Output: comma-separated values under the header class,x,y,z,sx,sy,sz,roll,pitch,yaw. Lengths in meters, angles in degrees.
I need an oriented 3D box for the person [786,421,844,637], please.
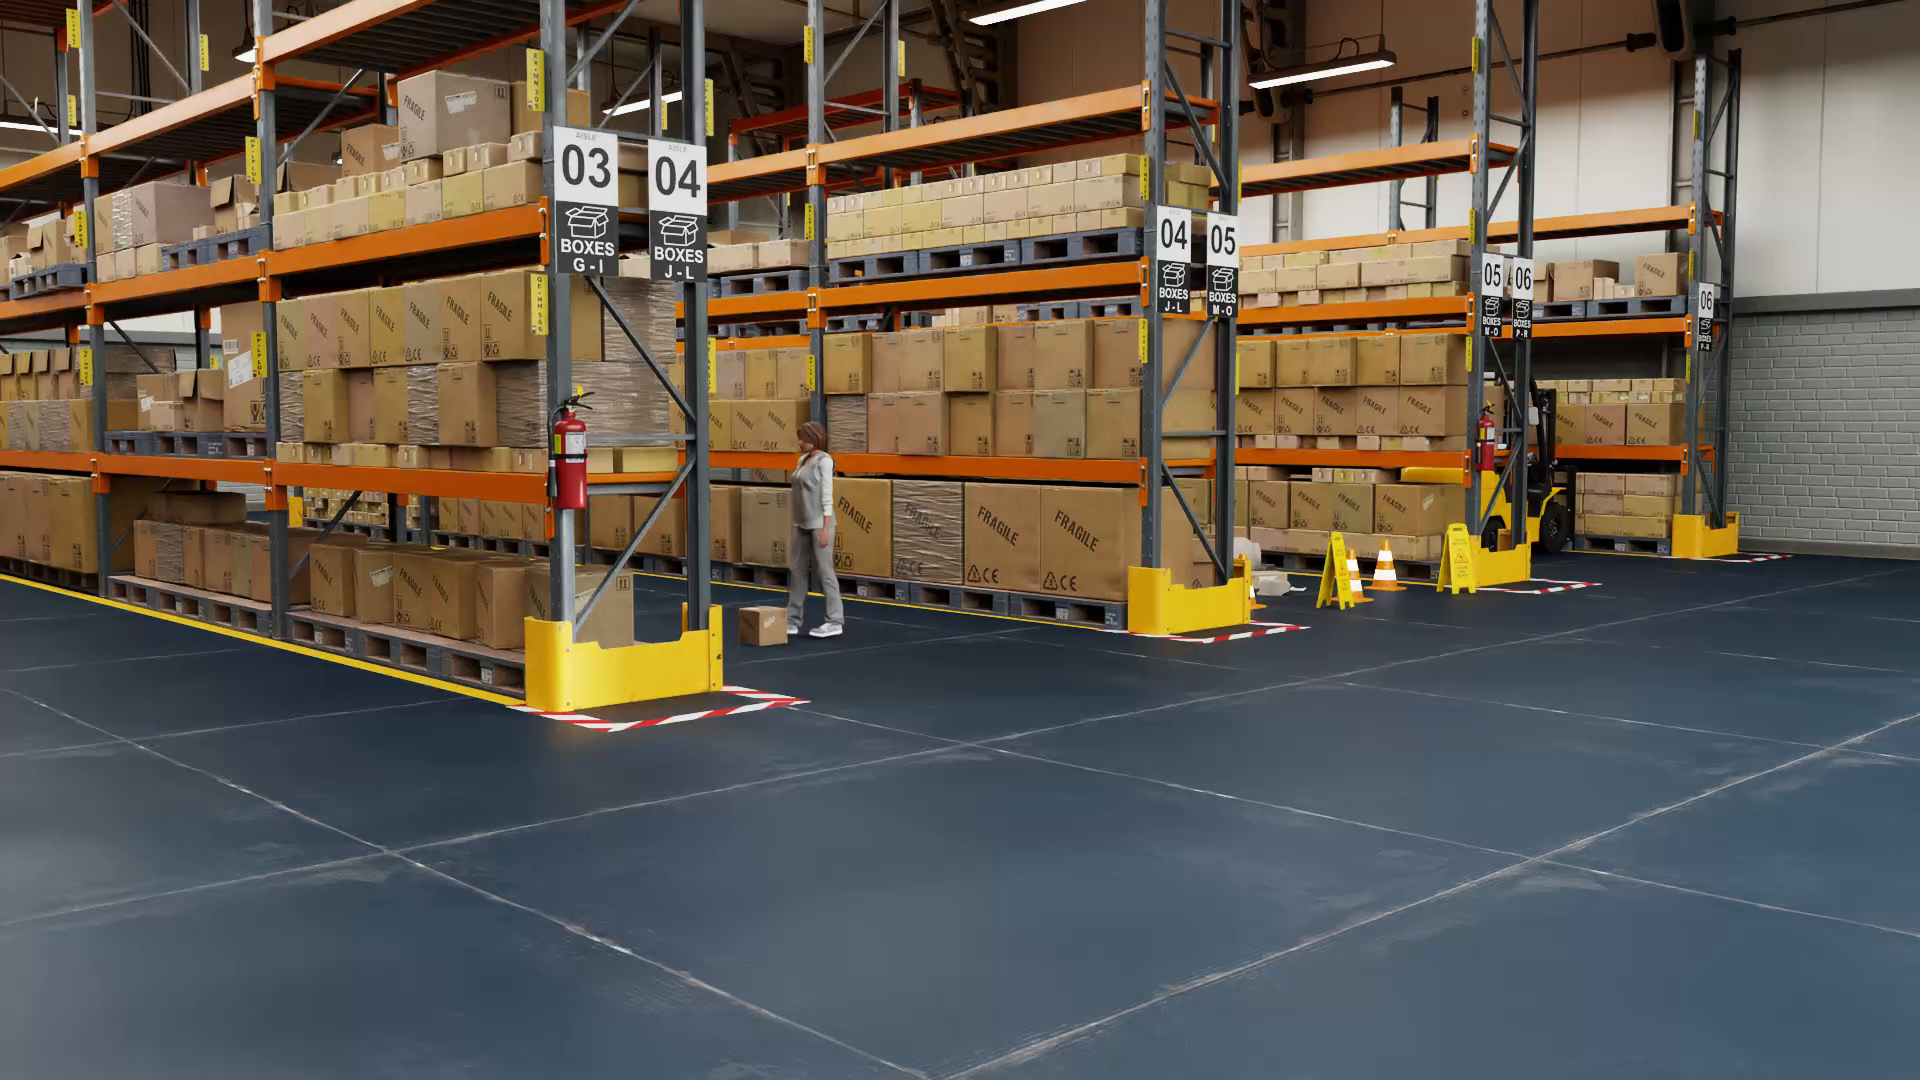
class,x,y,z,sx,sy,sz,roll,pitch,yaw
person,-1.128,-0.080,12.267,0.532,1.593,0.439,-3,5,-36
